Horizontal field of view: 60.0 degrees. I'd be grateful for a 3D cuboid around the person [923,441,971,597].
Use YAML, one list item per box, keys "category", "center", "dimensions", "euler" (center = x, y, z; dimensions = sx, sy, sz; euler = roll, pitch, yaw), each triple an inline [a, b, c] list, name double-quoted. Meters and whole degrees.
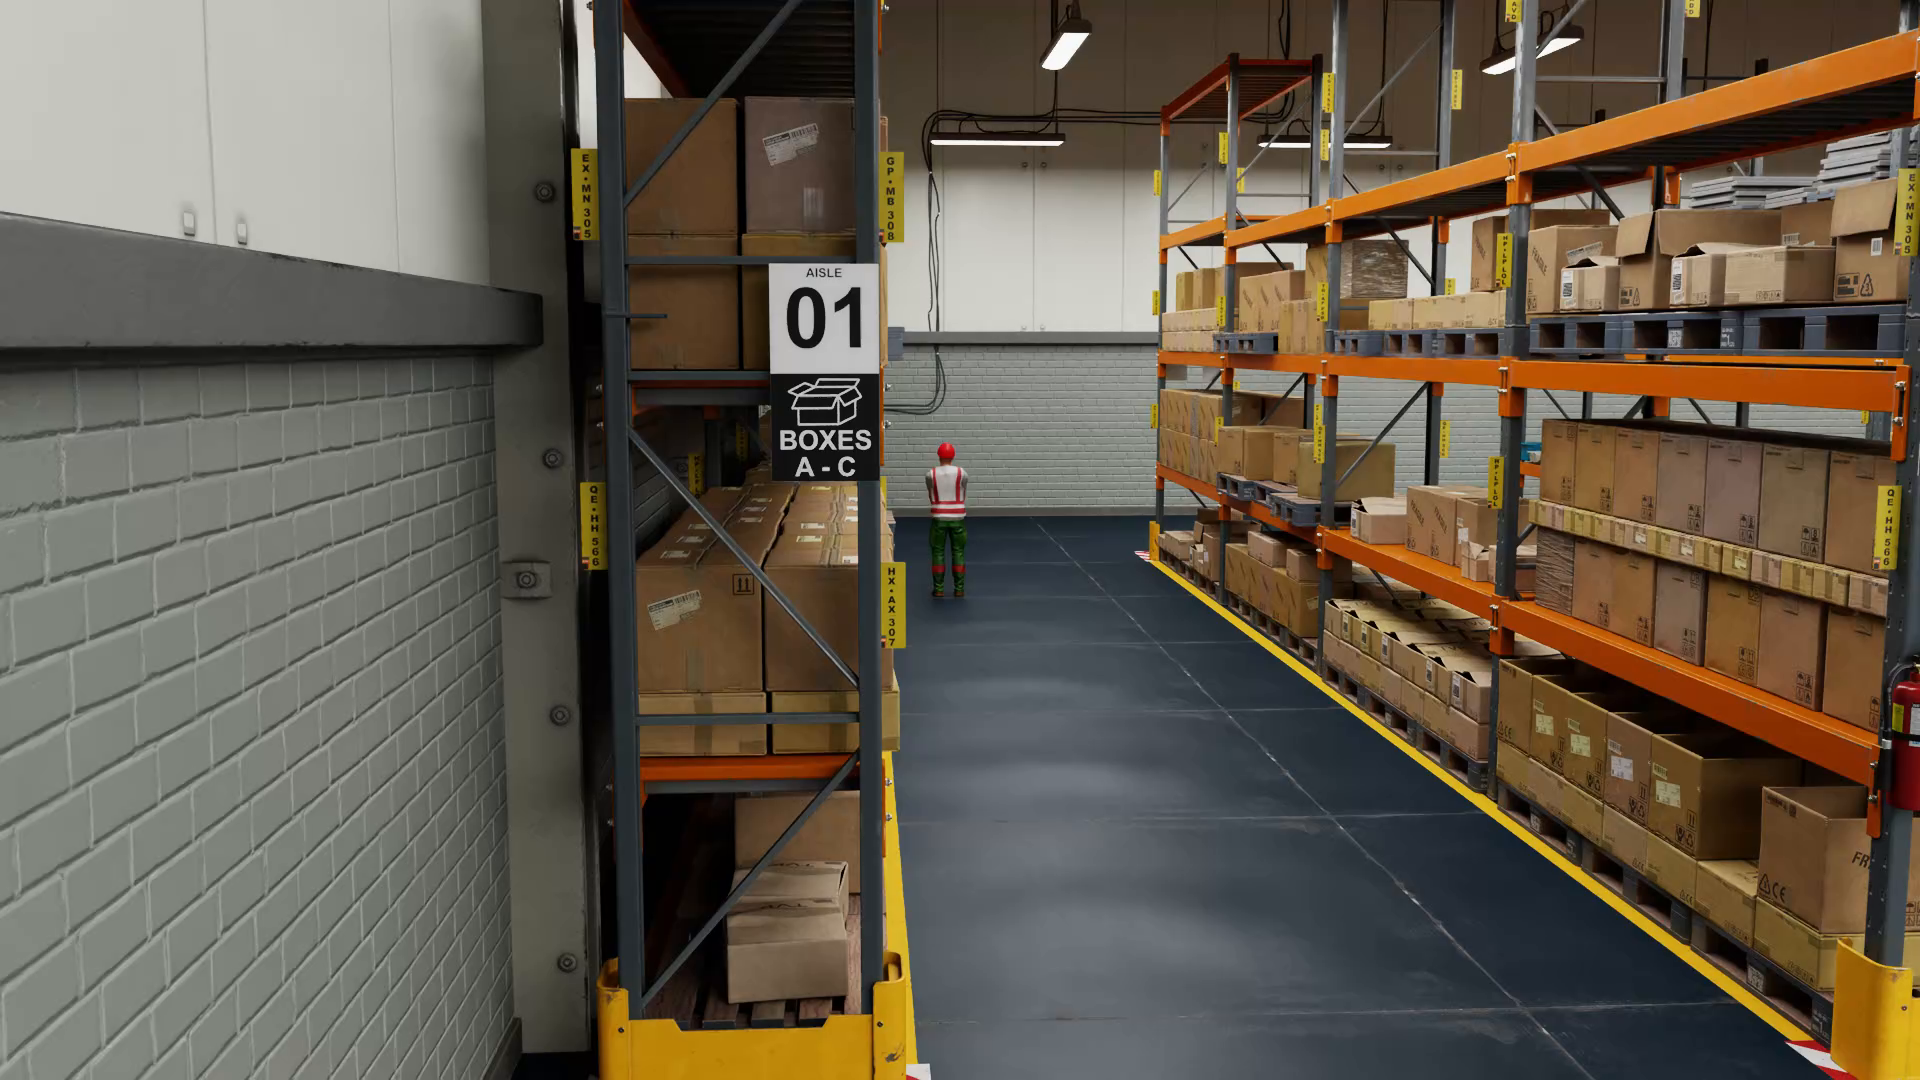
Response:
- category: "person"
  center: [-0.150, -0.242, 19.187]
  dimensions: [0.547, 1.787, 0.404]
  euler: [-1, 7, -5]
